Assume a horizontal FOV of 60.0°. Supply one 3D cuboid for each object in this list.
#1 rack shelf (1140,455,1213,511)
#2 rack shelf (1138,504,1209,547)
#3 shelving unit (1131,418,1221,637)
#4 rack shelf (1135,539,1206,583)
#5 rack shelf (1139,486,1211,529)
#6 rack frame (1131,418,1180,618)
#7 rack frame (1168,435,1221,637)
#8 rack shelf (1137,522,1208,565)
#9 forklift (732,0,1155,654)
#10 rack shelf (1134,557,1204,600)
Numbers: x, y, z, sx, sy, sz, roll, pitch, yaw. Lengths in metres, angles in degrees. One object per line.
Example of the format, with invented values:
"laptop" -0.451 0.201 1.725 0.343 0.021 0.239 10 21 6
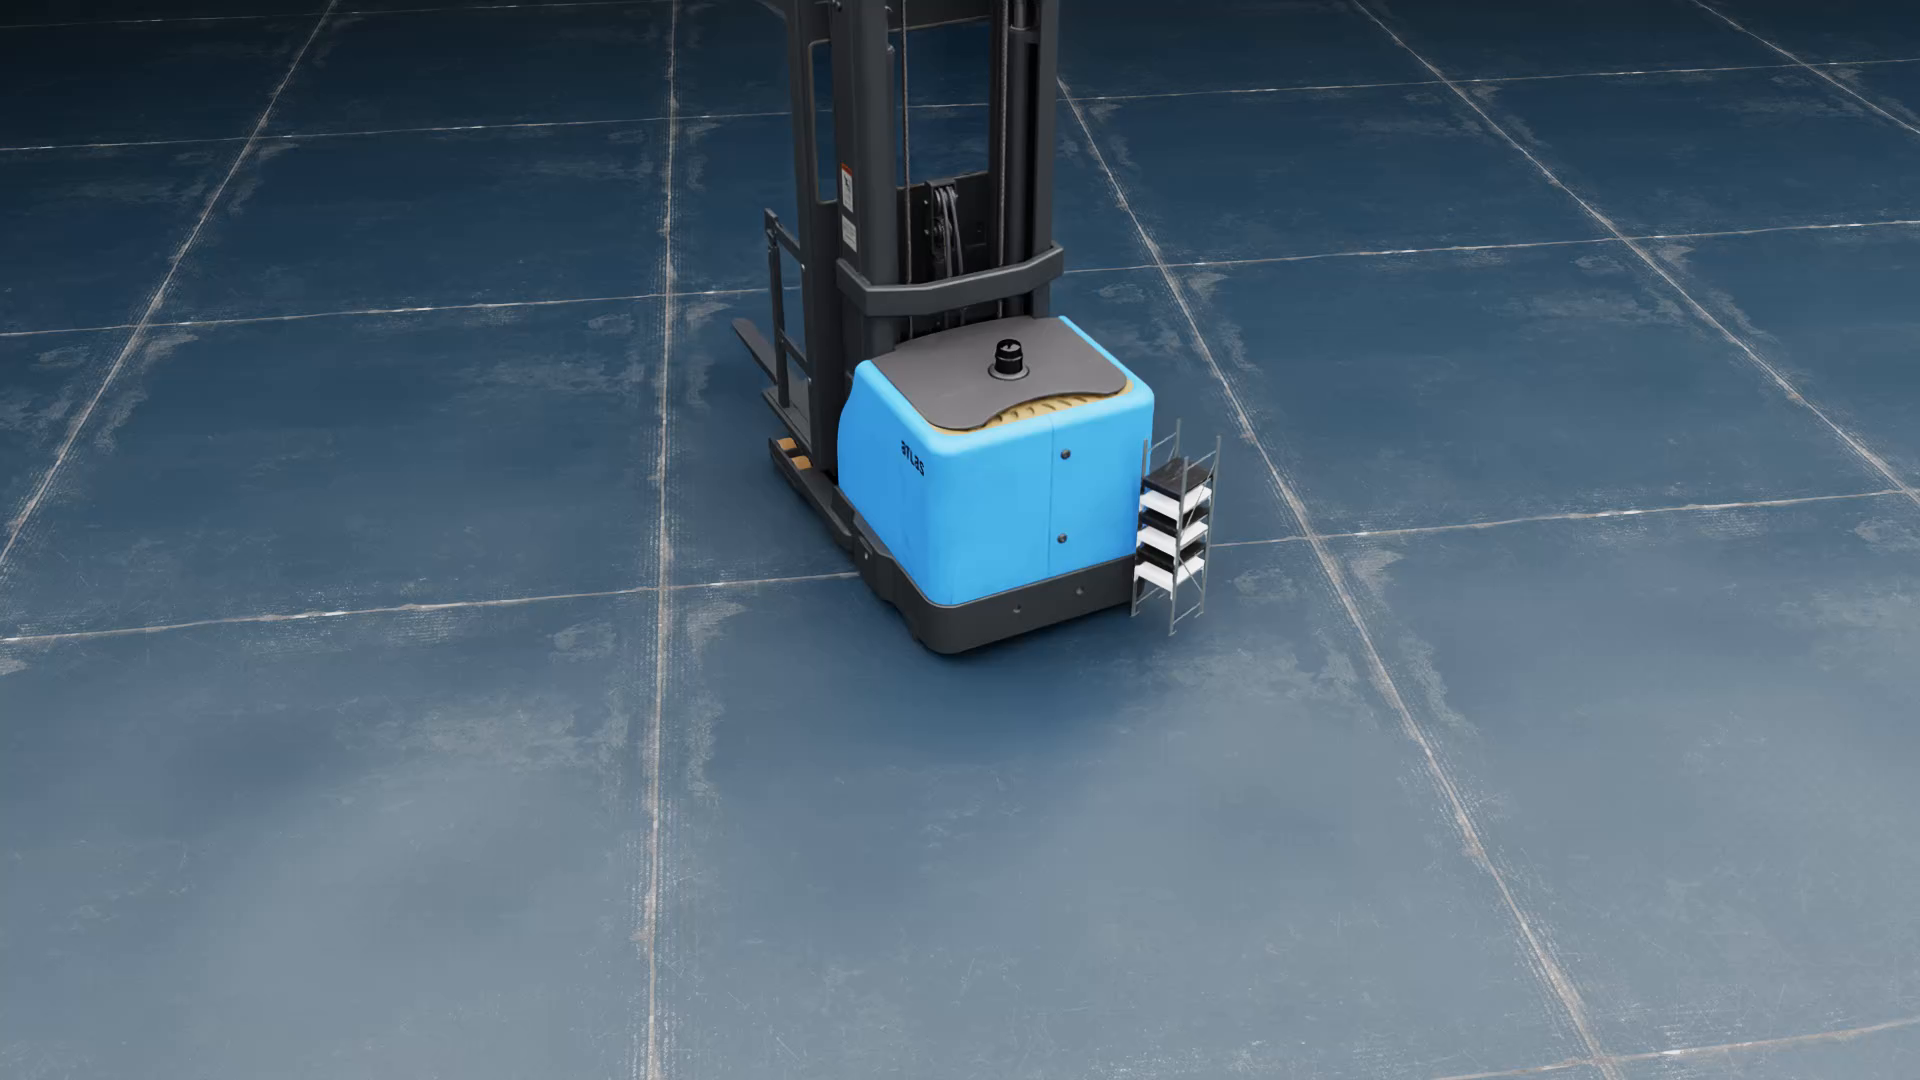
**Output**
"rack shelf" 0.904 -0.239 6.881 0.200 0.077 0.258 28 43 34
"rack shelf" 0.904 -0.090 6.983 0.200 0.077 0.258 28 43 34
"shelving unit" 0.904 -0.043 7.015 0.210 0.900 0.258 28 43 34
"rack shelf" 0.904 0.058 7.084 0.200 0.077 0.258 28 43 34
"rack shelf" 0.904 -0.165 6.932 0.200 0.077 0.258 28 43 34
"rack frame" 0.830 -0.083 7.072 0.006 0.900 0.240 28 43 34
"rack frame" 0.978 -0.004 6.957 0.006 0.900 0.240 28 43 34
"rack shelf" 0.904 -0.016 7.033 0.200 0.077 0.258 28 43 34
"forklift" -0.290 -1.553 7.427 1.130 2.935 3.031 -15 37 -21
"rack shelf" 0.904 0.133 7.135 0.200 0.077 0.258 28 43 34
